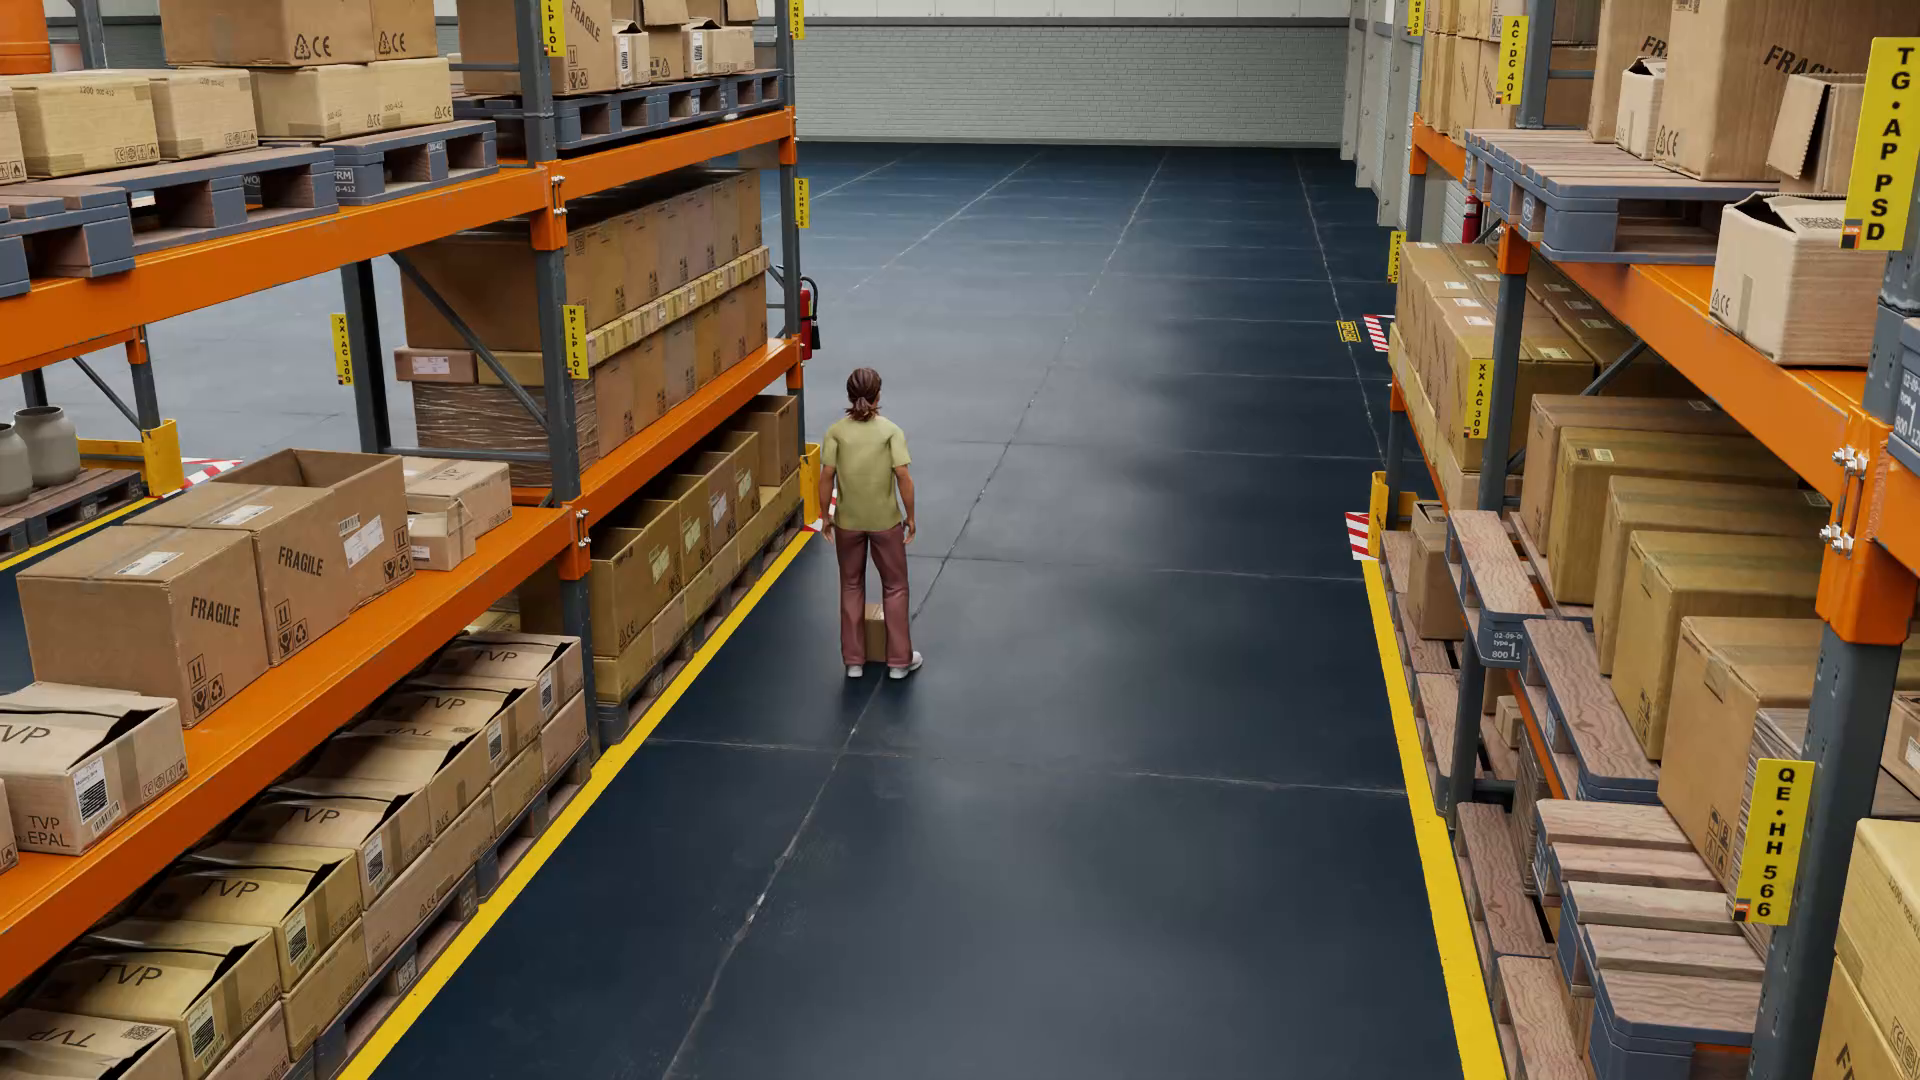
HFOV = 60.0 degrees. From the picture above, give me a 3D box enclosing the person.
[{"bbox_3d":[-0.476,-0.084,8.814,0.508,1.672,0.353,2,18,7],"label":"person"}]
